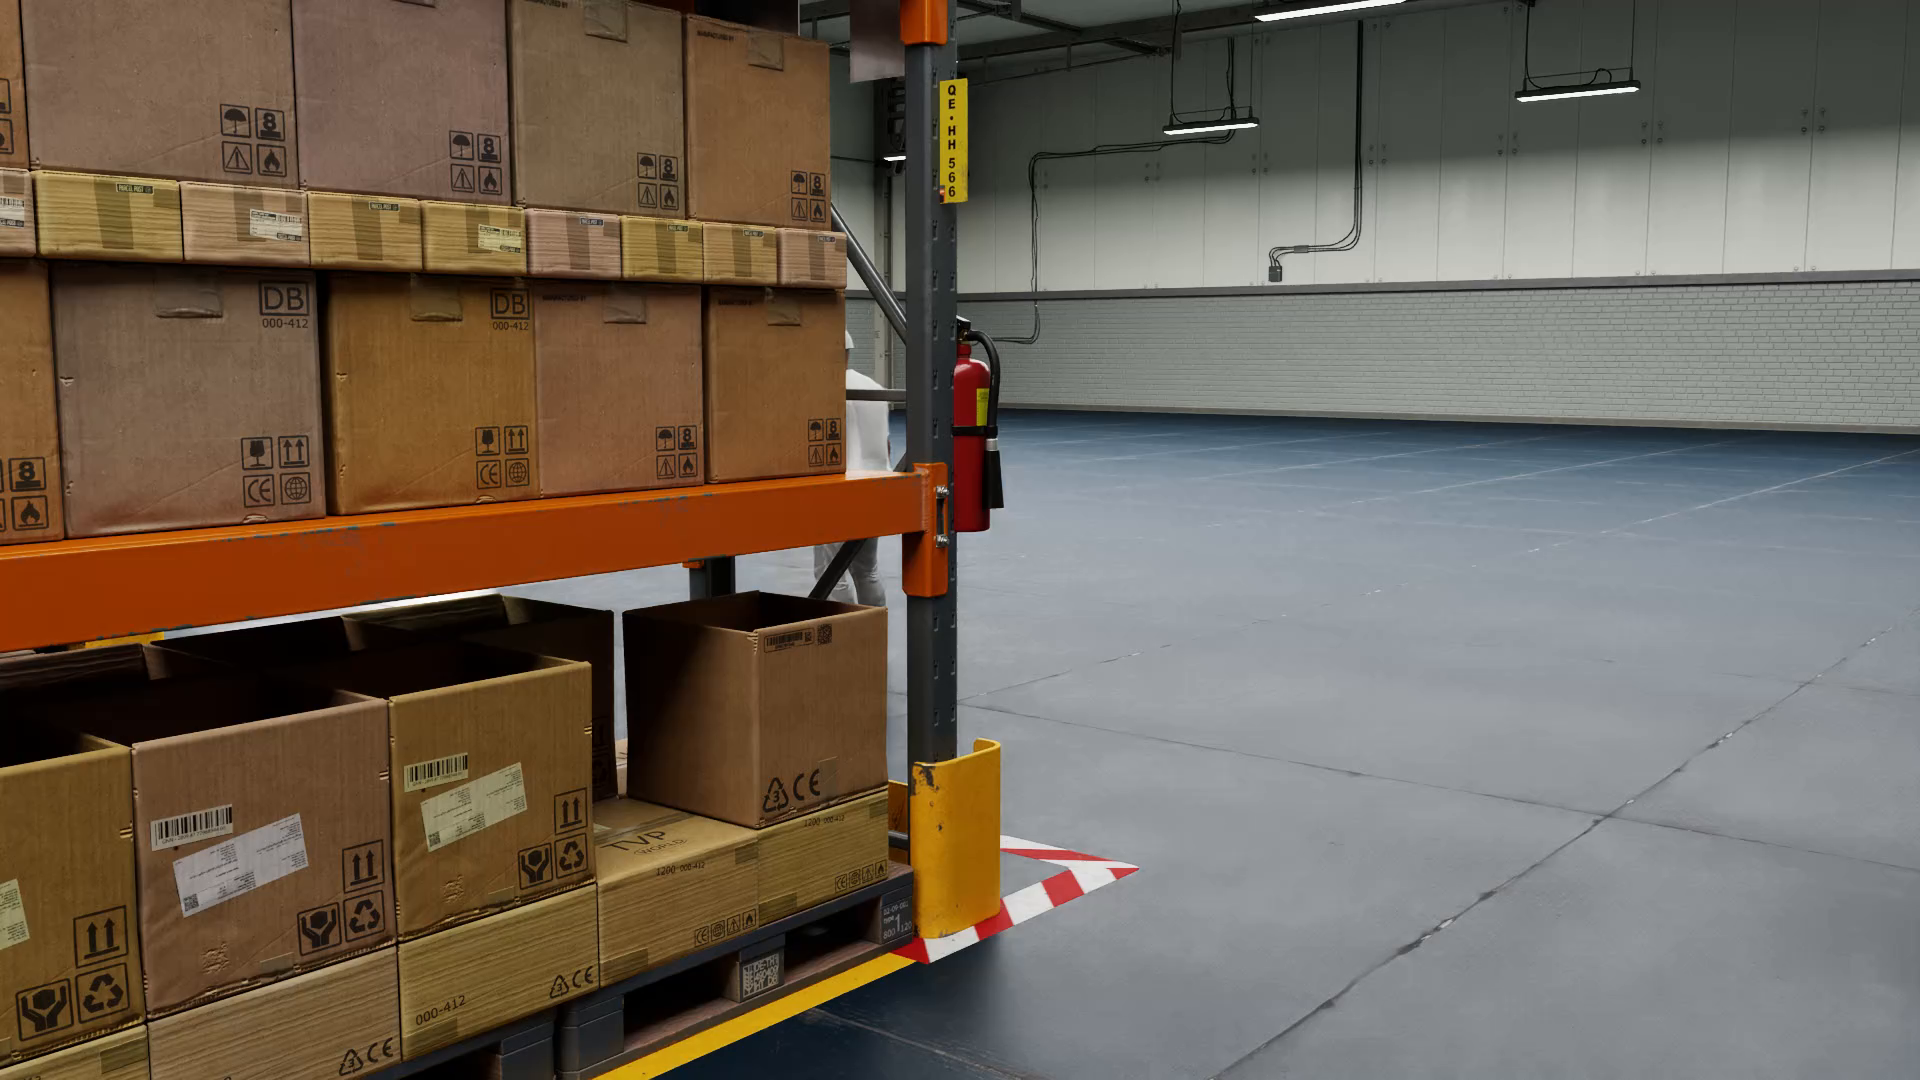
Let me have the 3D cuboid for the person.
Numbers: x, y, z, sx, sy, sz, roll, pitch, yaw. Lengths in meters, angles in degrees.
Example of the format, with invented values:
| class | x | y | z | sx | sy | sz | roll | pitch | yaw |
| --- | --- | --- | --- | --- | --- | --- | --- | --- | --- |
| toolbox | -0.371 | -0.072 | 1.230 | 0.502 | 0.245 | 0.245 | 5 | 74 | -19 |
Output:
| class | x | y | z | sx | sy | sz | roll | pitch | yaw |
| --- | --- | --- | --- | --- | --- | --- | --- | --- | --- |
| person | -0.599 | -0.221 | 8.549 | 0.454 | 1.761 | 0.636 | 5 | 8 | 35 |
